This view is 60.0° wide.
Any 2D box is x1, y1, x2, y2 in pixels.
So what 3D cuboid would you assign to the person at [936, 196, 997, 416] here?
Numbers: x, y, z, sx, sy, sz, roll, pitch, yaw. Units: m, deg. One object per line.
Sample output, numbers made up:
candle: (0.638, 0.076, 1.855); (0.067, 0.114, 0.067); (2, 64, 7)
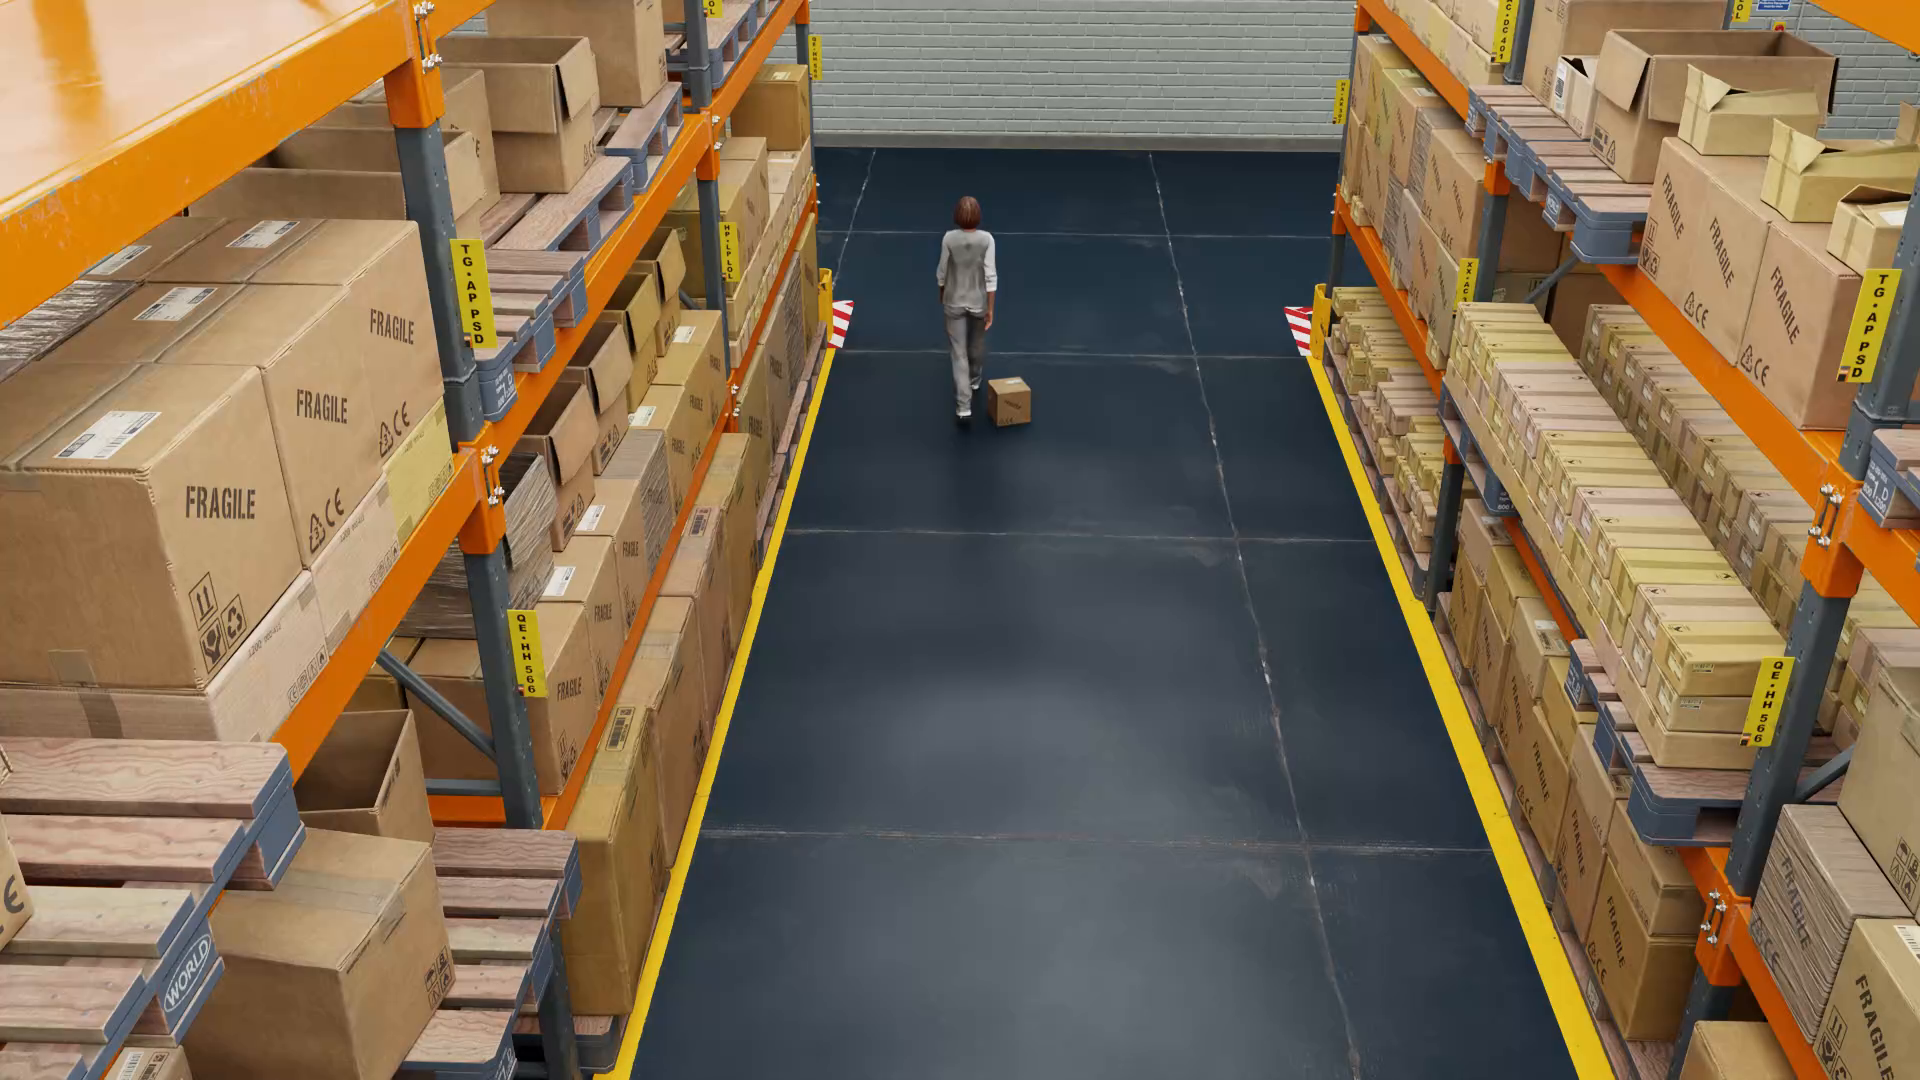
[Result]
person: (0.043, -1.689, 11.750); (0.414, 1.541, 0.944); (-2, 28, -4)
